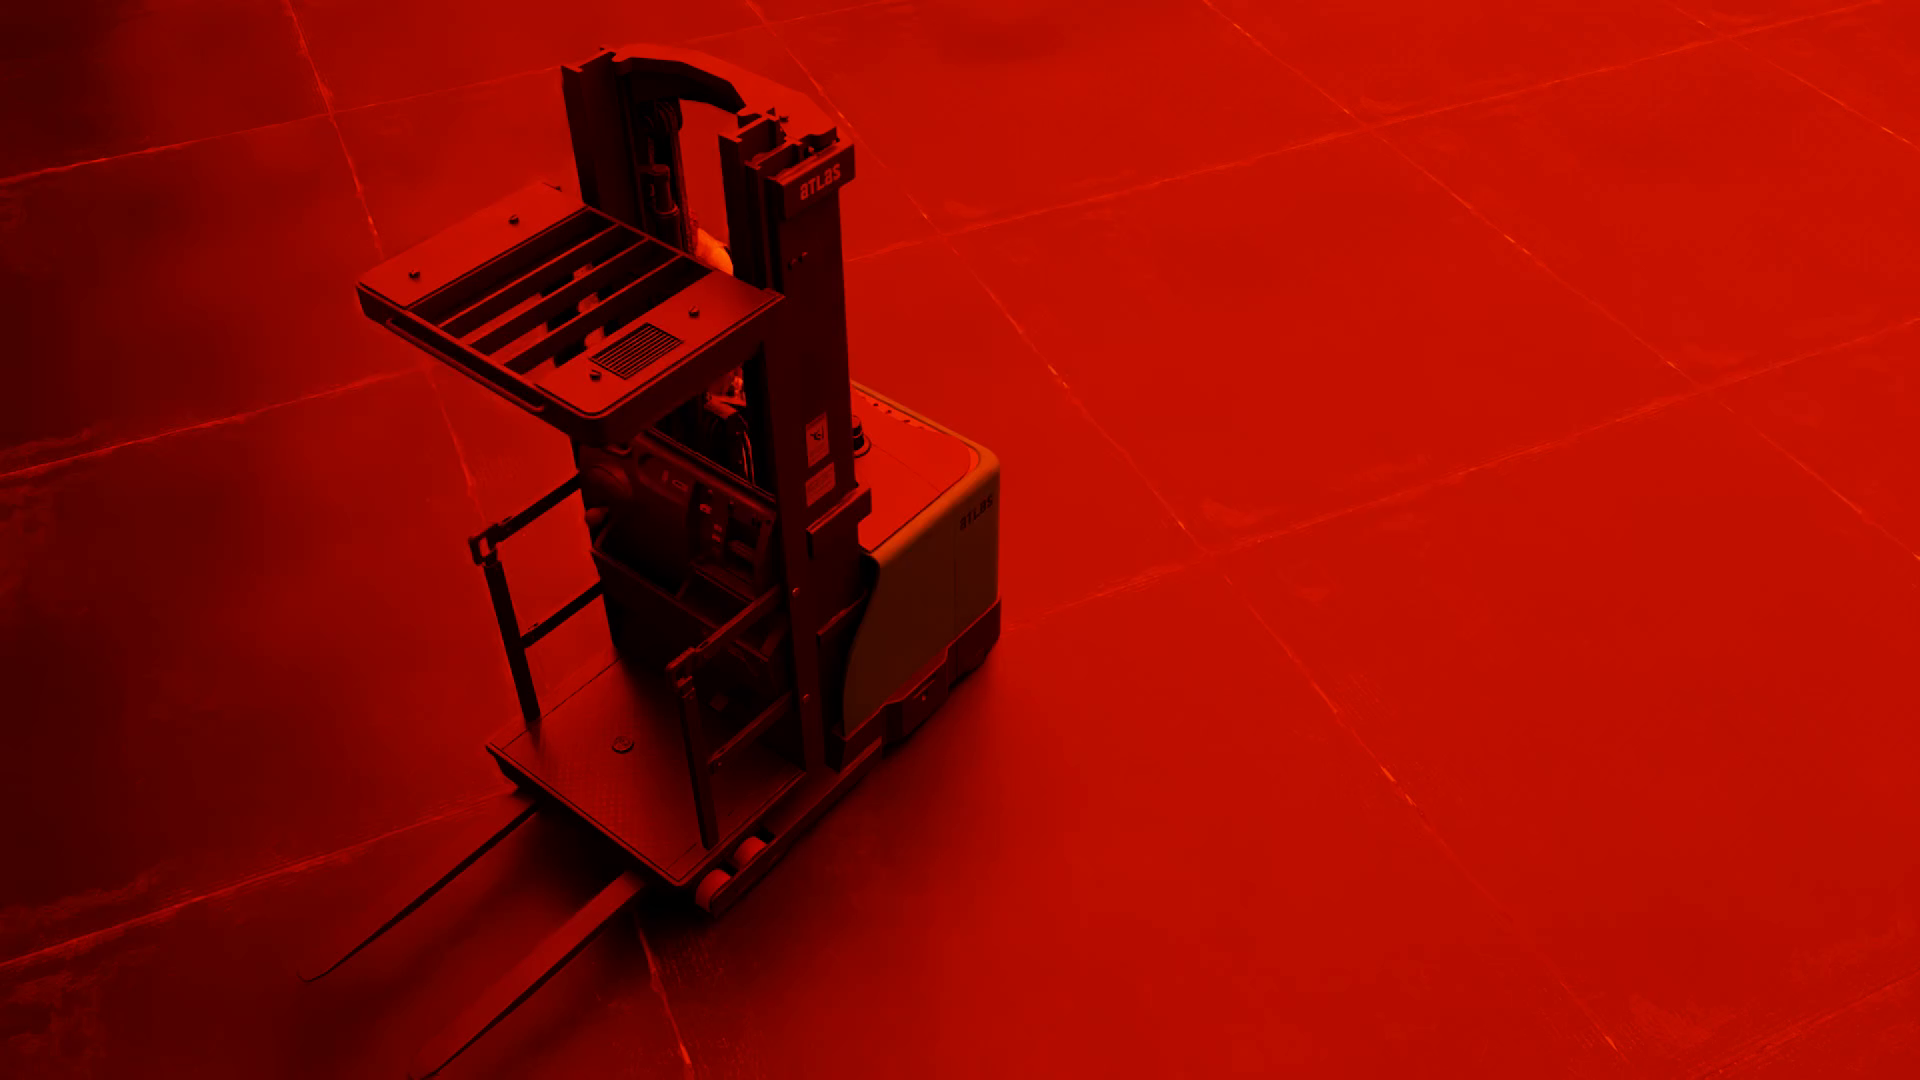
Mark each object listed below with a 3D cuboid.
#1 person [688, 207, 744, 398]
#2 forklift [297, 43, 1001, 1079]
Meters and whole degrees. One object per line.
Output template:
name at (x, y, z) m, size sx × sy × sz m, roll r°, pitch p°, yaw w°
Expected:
person at (-1.187, -1.024, 7.911) m, size 0.459 × 1.463 × 0.851 m, roll -25°, pitch 48°, yaw -24°
forklift at (-1.135, -0.045, 5.728) m, size 1.130 × 2.935 × 3.031 m, roll 29°, pitch 50°, yaw 27°
